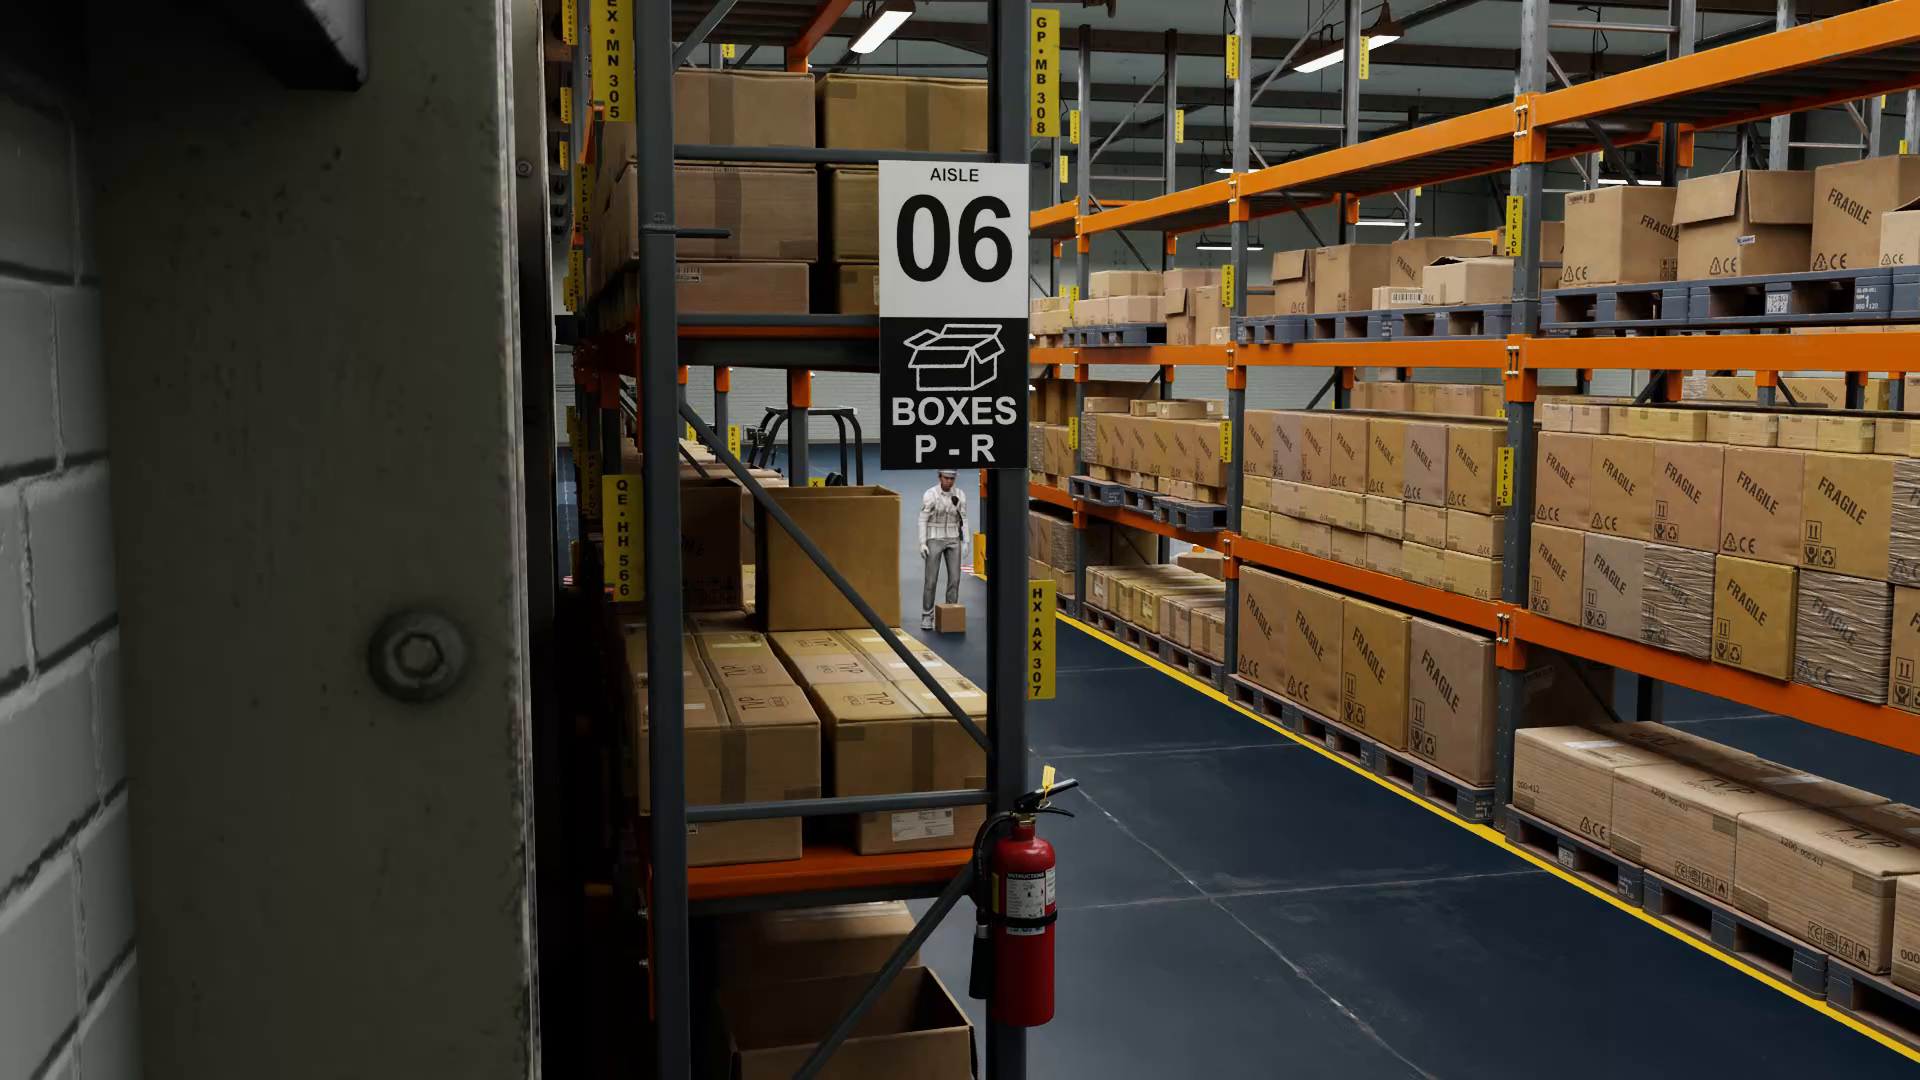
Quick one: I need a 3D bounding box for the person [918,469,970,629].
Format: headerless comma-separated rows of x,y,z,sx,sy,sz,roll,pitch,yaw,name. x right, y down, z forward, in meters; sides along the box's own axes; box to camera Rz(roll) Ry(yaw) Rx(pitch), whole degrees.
-0.154,0.051,16.696,0.536,1.663,0.405,-2,6,-15,person
